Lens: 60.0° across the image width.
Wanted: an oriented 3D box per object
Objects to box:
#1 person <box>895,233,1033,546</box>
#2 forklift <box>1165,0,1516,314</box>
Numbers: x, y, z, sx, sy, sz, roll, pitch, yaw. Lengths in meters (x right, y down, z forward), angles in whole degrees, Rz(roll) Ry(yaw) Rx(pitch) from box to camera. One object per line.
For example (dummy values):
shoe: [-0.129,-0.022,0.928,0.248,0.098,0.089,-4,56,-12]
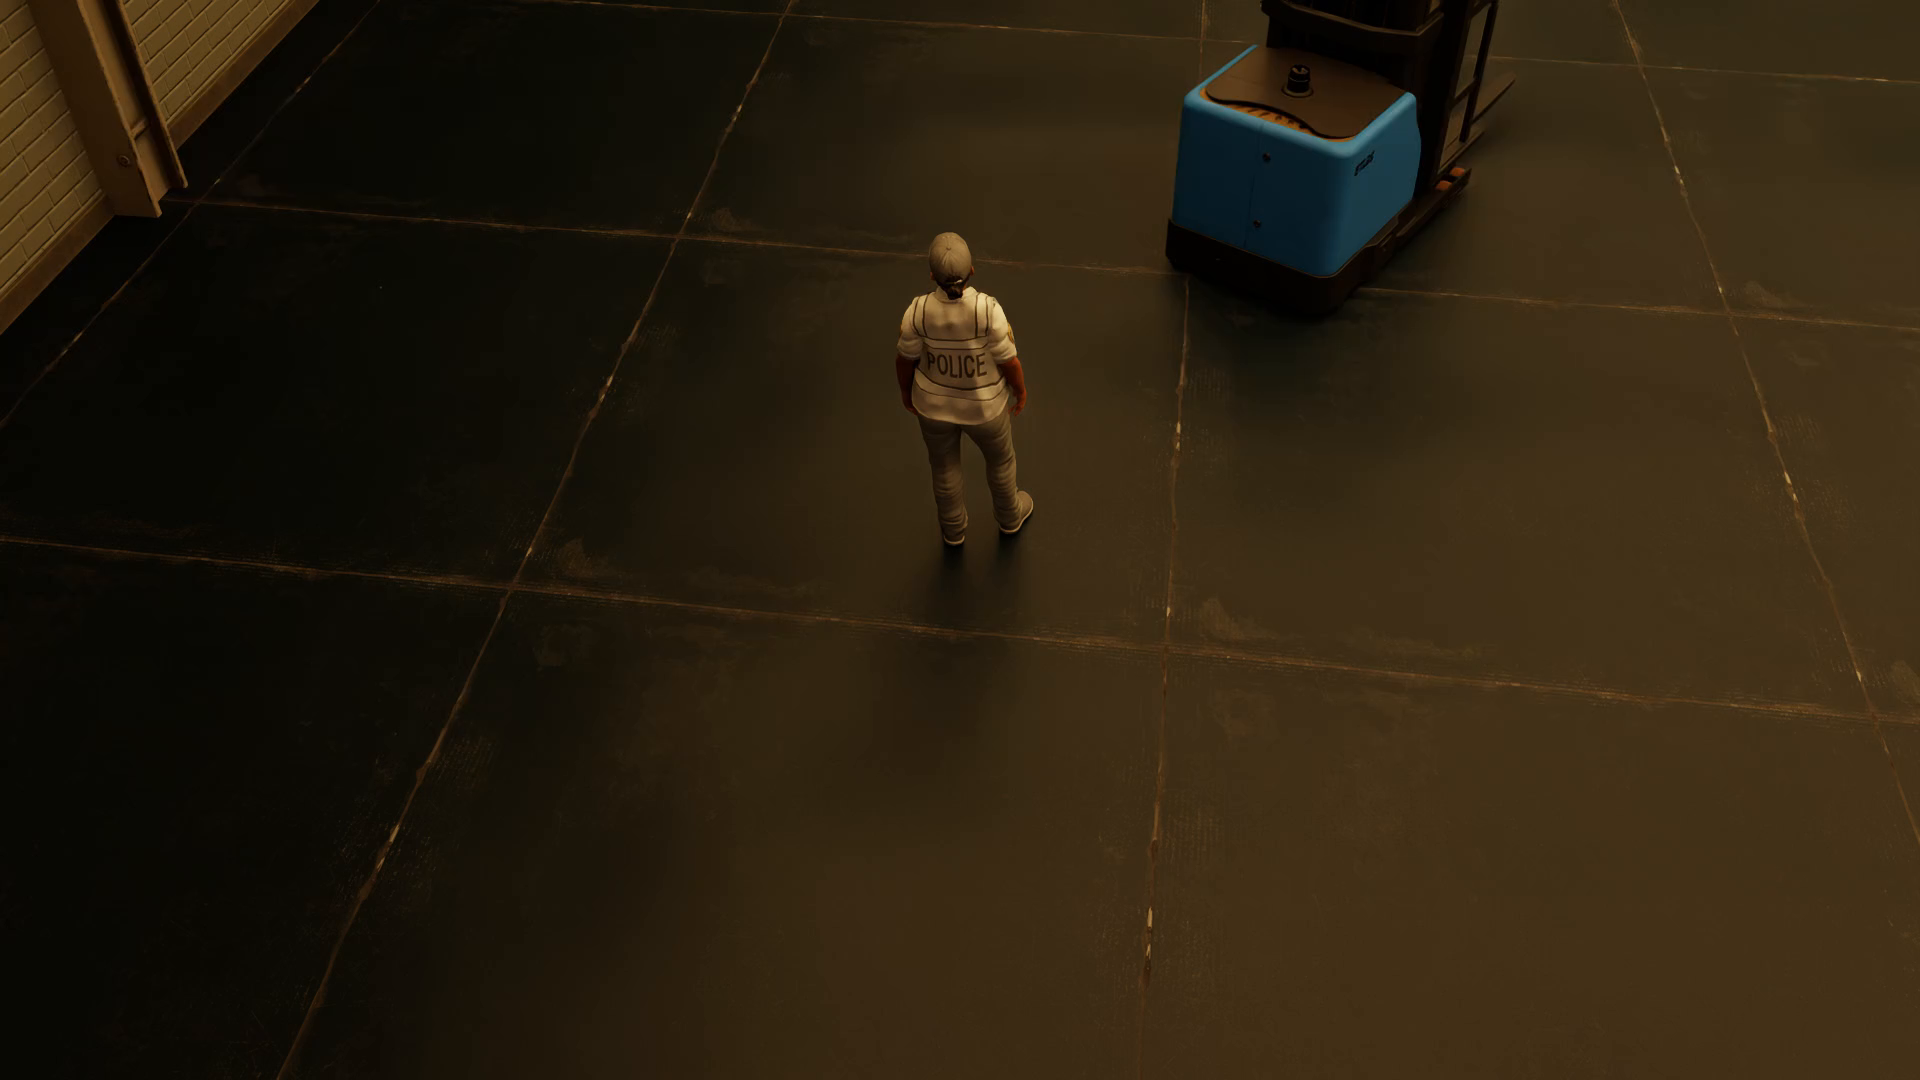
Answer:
person: [0.033,-0.669,7.375,0.598,1.670,0.529,5,43,6]
forklift: [2.466,-3.269,9.283,1.130,2.935,3.031,27,49,26]
